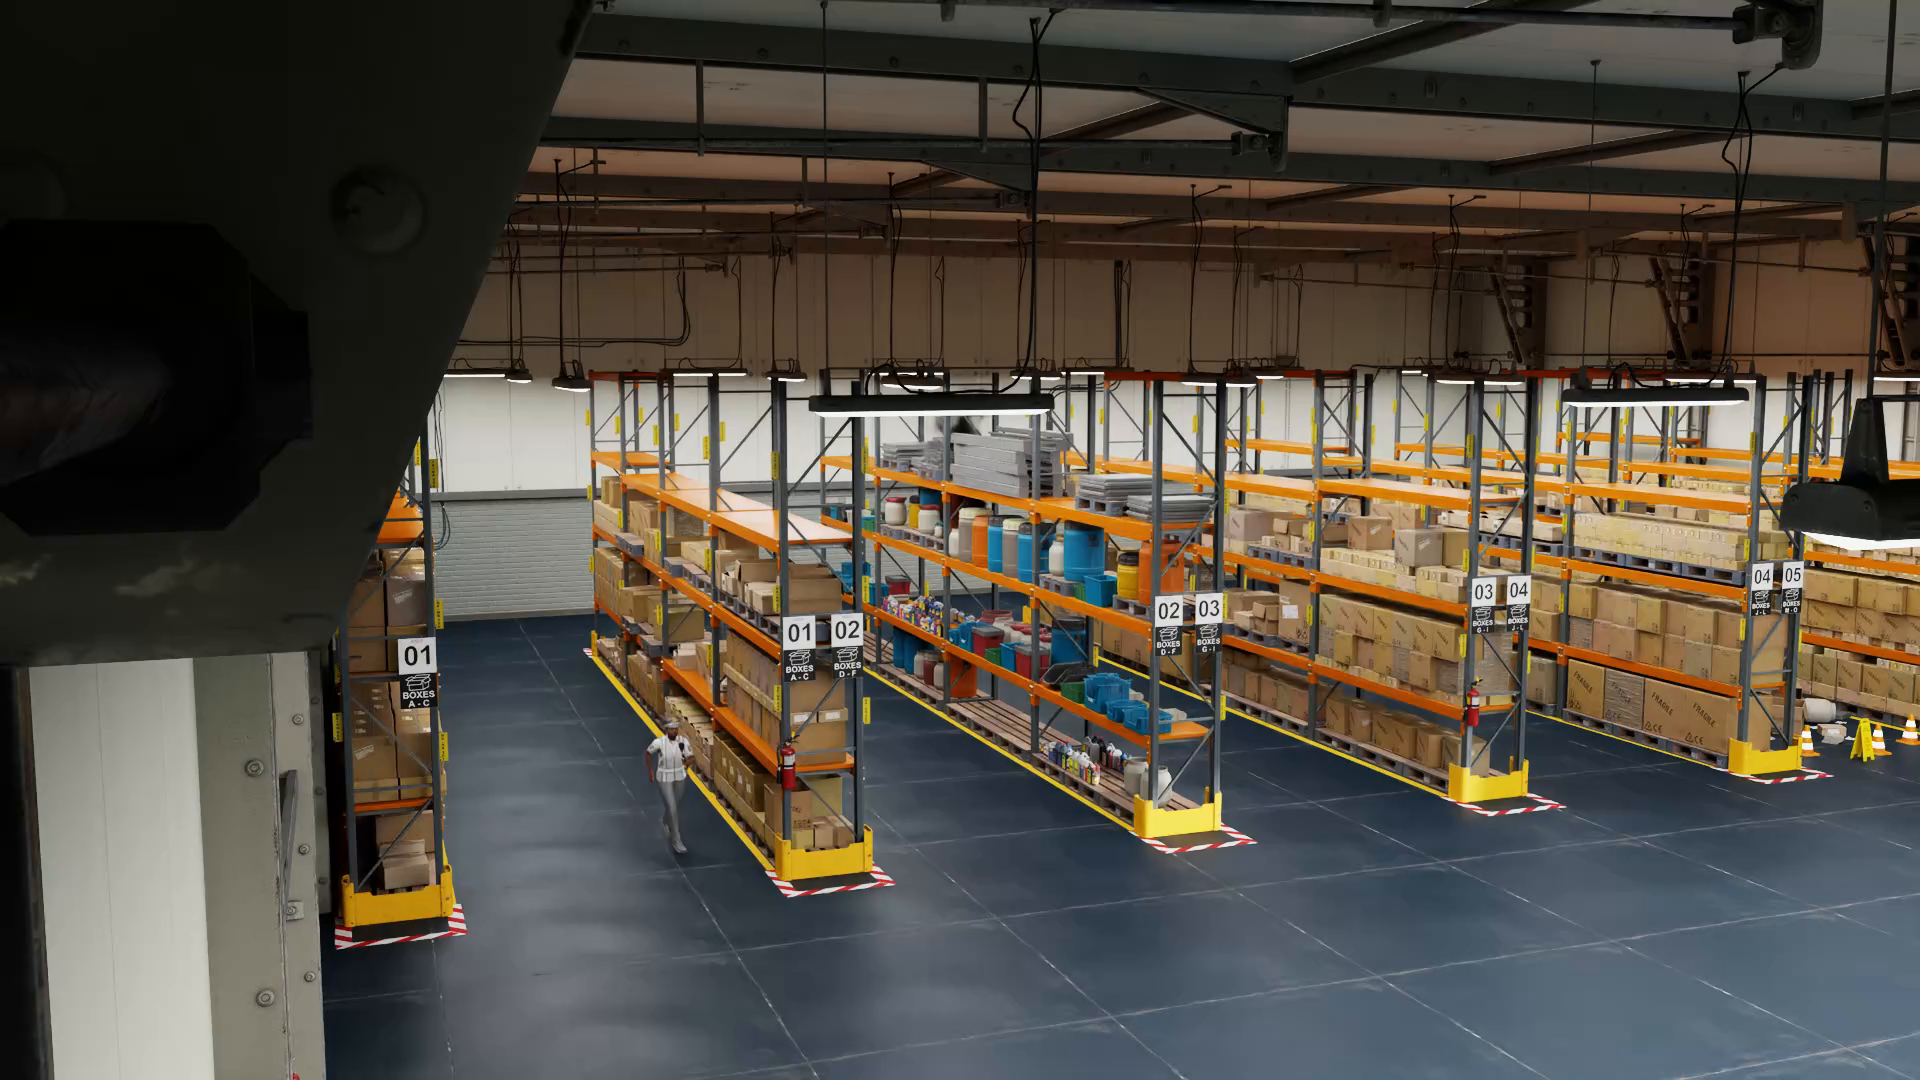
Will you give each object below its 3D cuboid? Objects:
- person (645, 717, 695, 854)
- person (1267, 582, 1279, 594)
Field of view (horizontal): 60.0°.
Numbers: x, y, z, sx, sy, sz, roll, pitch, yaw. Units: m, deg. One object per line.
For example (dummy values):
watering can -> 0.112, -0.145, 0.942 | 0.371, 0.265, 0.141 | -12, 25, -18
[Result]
person -> -3.703, 3.086, 21.358 | 0.567, 1.697, 0.915 | -4, 7, -30
person -> 7.844, 0.875, 41.287 | 0.631, 1.705, 0.706 | -6, 9, -43
